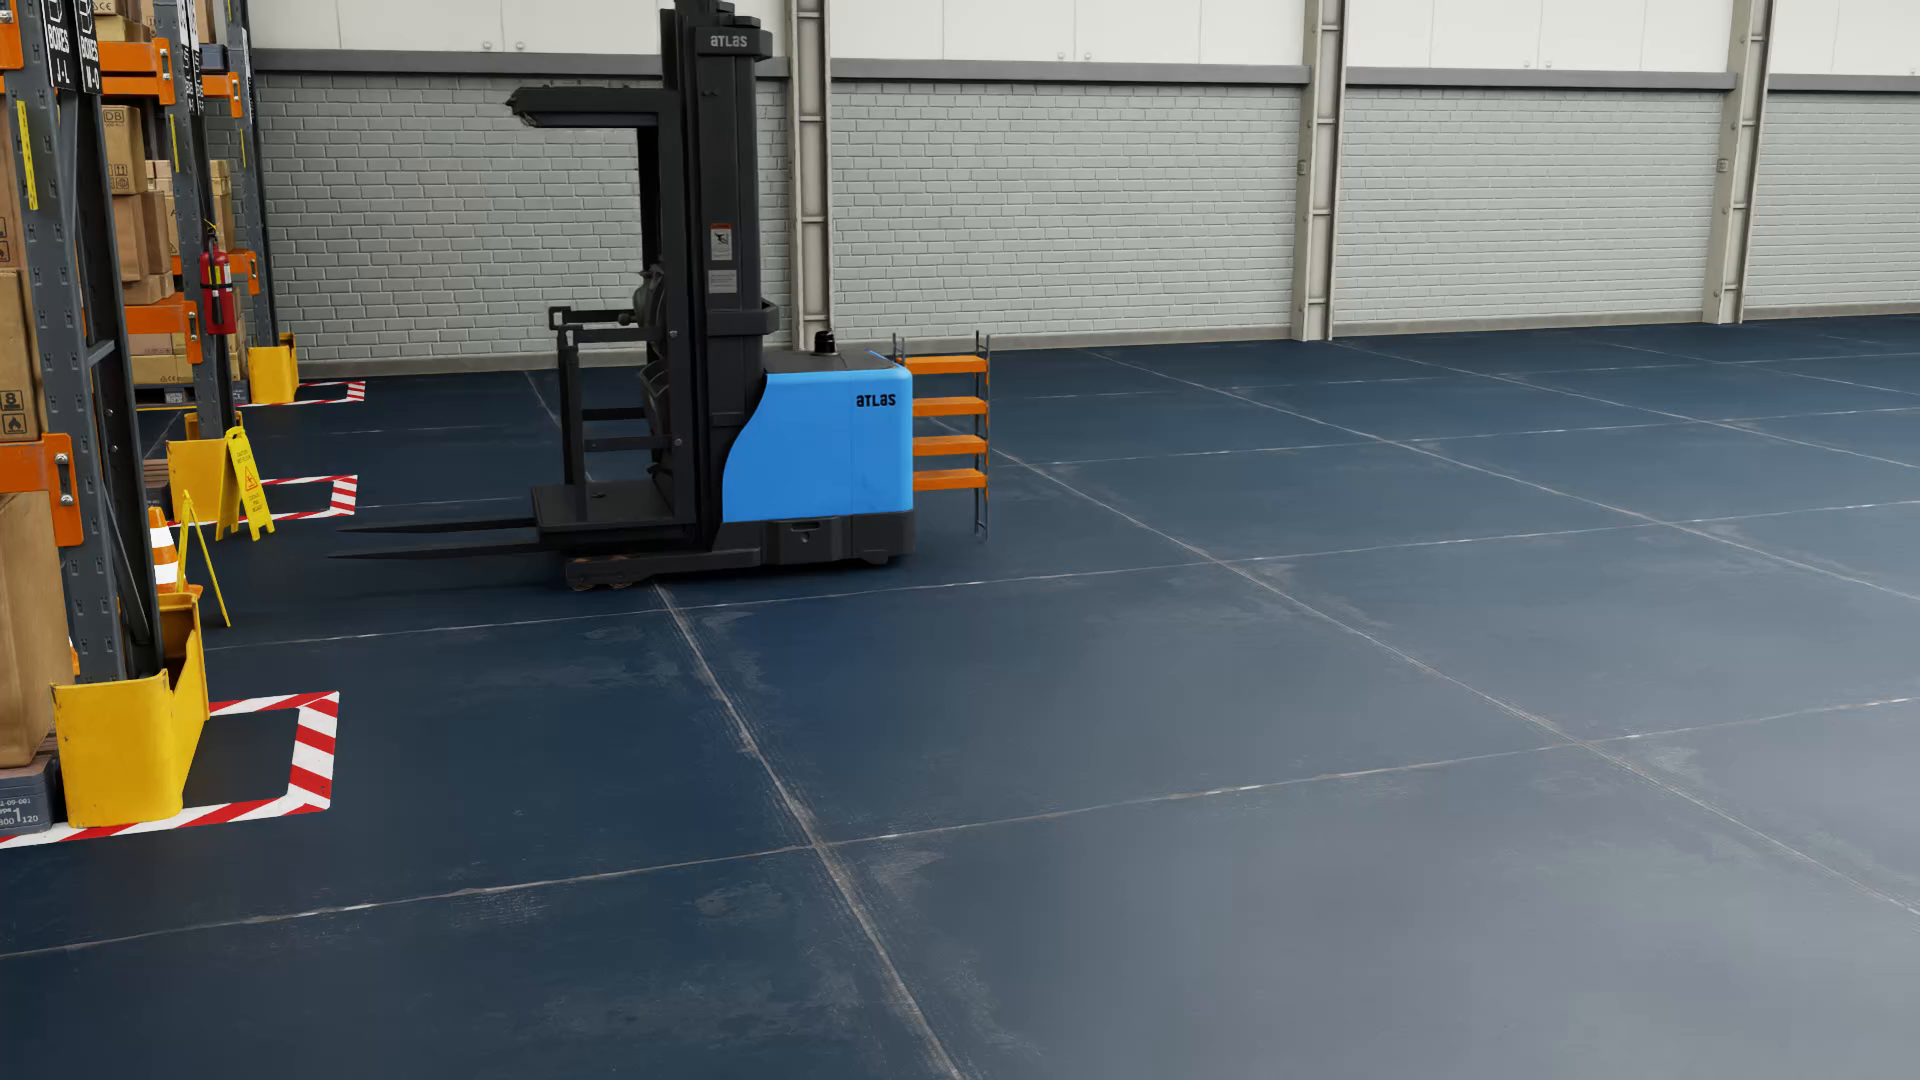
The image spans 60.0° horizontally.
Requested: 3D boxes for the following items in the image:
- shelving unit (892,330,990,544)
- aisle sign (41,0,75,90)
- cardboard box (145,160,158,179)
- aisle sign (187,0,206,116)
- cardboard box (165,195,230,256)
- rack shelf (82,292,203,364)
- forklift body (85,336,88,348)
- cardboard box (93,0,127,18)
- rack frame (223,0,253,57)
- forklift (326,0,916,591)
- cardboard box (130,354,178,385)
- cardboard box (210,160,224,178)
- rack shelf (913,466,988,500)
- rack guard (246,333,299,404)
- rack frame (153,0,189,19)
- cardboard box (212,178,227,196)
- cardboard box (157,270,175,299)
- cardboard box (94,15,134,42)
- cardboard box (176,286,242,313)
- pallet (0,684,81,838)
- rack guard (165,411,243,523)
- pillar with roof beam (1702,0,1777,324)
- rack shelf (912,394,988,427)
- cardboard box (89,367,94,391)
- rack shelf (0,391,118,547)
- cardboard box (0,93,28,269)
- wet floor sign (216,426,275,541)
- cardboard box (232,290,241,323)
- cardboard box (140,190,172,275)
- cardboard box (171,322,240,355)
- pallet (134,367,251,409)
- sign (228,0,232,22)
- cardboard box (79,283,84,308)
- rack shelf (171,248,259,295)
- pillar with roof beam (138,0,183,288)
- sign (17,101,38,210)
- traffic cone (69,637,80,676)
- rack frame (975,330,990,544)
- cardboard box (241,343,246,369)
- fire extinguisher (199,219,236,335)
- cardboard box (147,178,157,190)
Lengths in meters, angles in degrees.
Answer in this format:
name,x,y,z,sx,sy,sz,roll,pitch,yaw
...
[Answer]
name,x,y,z,sx,sy,sz,roll,pitch,yaw
shelving unit,-0.107,-0.573,9.457,0.503,1.200,0.258,-4,14,-15
aisle sign,-2.870,-1.830,5.235,0.004,0.787,0.394,-4,14,-18
cardboard box,-7.030,-3.178,14.261,0.250,0.149,0.380,-4,14,-17
aisle sign,-4.748,-3.041,10.328,0.004,0.787,0.394,-4,14,-18
cardboard box,-6.677,-2.747,14.493,0.500,0.500,0.500,-5,14,-19
rack shelf,-6.603,-1.206,9.786,4.000,0.370,1.077,-4,14,-18
forklift body,-7.510,-1.839,12.727,1.214,2.155,2.313,-4,14,-18
cardboard box,-5.107,-3.138,9.552,0.500,0.250,0.500,-5,14,-19
rack frame,-6.294,-5.711,14.205,0.127,3.000,1.000,-4,14,-18
forklift,-1.816,-1.299,8.770,3.031,2.935,1.130,-4,14,-16
cardboard box,-7.113,-1.520,14.586,0.500,0.250,0.500,-4,14,-18
cardboard box,-6.566,-3.228,14.473,0.250,0.149,0.380,-4,14,-18
rack shelf,-0.107,-0.314,9.518,0.480,0.148,0.258,-4,14,-15
rack guard,-6.271,-1.578,15.196,0.348,0.500,1.175,-4,14,-18
rack frame,-4.708,-4.622,9.629,0.127,3.000,1.000,-4,14,-18
cardboard box,-6.533,-3.069,14.446,0.250,0.149,0.380,-4,14,-17
cardboard box,-5.096,-1.602,10.438,0.250,0.149,0.380,-4,14,-18
cardboard box,-4.957,-2.953,9.637,0.250,0.149,0.380,-4,14,-18
cardboard box,-6.810,-2.151,15.078,0.500,0.250,0.500,-5,14,-19
pallet,-3.766,0.807,5.793,1.213,0.211,1.003,-4,14,-18
rack guard,-4.780,-0.482,10.589,0.348,0.500,1.175,-4,14,-18
pillar with roof beam,11.191,-6.241,16.435,0.400,9.000,9.100,-4,14,-18
rack shelf,-0.107,-0.725,9.421,0.480,0.148,0.258,-4,14,-15
cardboard box,-5.384,-0.819,10.017,0.500,0.500,0.500,-4,14,-18
rack shelf,-4.929,-0.128,5.253,4.000,0.370,1.077,-4,14,-18
cardboard box,-3.397,-1.205,5.569,0.550,0.550,0.875,-4,14,-18
wet floor sign,-4.186,-0.338,9.668,0.232,0.644,0.267,0,13,1
cardboard box,-6.631,-2.043,14.622,0.500,0.250,0.500,-4,14,-16
cardboard box,-5.245,-1.923,10.386,0.500,0.500,0.500,-5,14,-19
cardboard box,-6.656,-1.797,14.672,0.500,0.250,0.500,-5,14,-19
pallet,-7.006,-1.370,14.946,1.213,0.211,1.003,-4,14,-18
sign,-6.134,-4.524,13.954,0.005,0.325,0.100,-4,14,-18
cardboard box,-5.199,-1.464,9.858,0.250,0.149,0.380,-5,14,-19
rack shelf,-8.190,-2.295,14.362,4.000,0.370,1.077,-4,14,-18
pillar with roof beam,-5.869,-4.913,10.850,0.400,9.000,9.100,-4,14,-18
sign,-2.873,-1.184,5.125,0.005,0.325,0.100,-4,14,-18
traffic cone,-3.989,0.336,7.229,0.334,0.463,0.336,-4,14,-18
rack frame,0.128,-0.588,9.522,0.015,1.200,0.240,-4,14,-15
cardboard box,-6.822,-1.665,15.197,0.500,0.250,0.500,-4,14,-18
fire extinguisher,-4.452,-1.573,9.943,0.183,0.674,0.296,-4,14,-18
cardboard box,-7.032,-3.038,14.316,0.250,0.149,0.380,-4,14,-17
